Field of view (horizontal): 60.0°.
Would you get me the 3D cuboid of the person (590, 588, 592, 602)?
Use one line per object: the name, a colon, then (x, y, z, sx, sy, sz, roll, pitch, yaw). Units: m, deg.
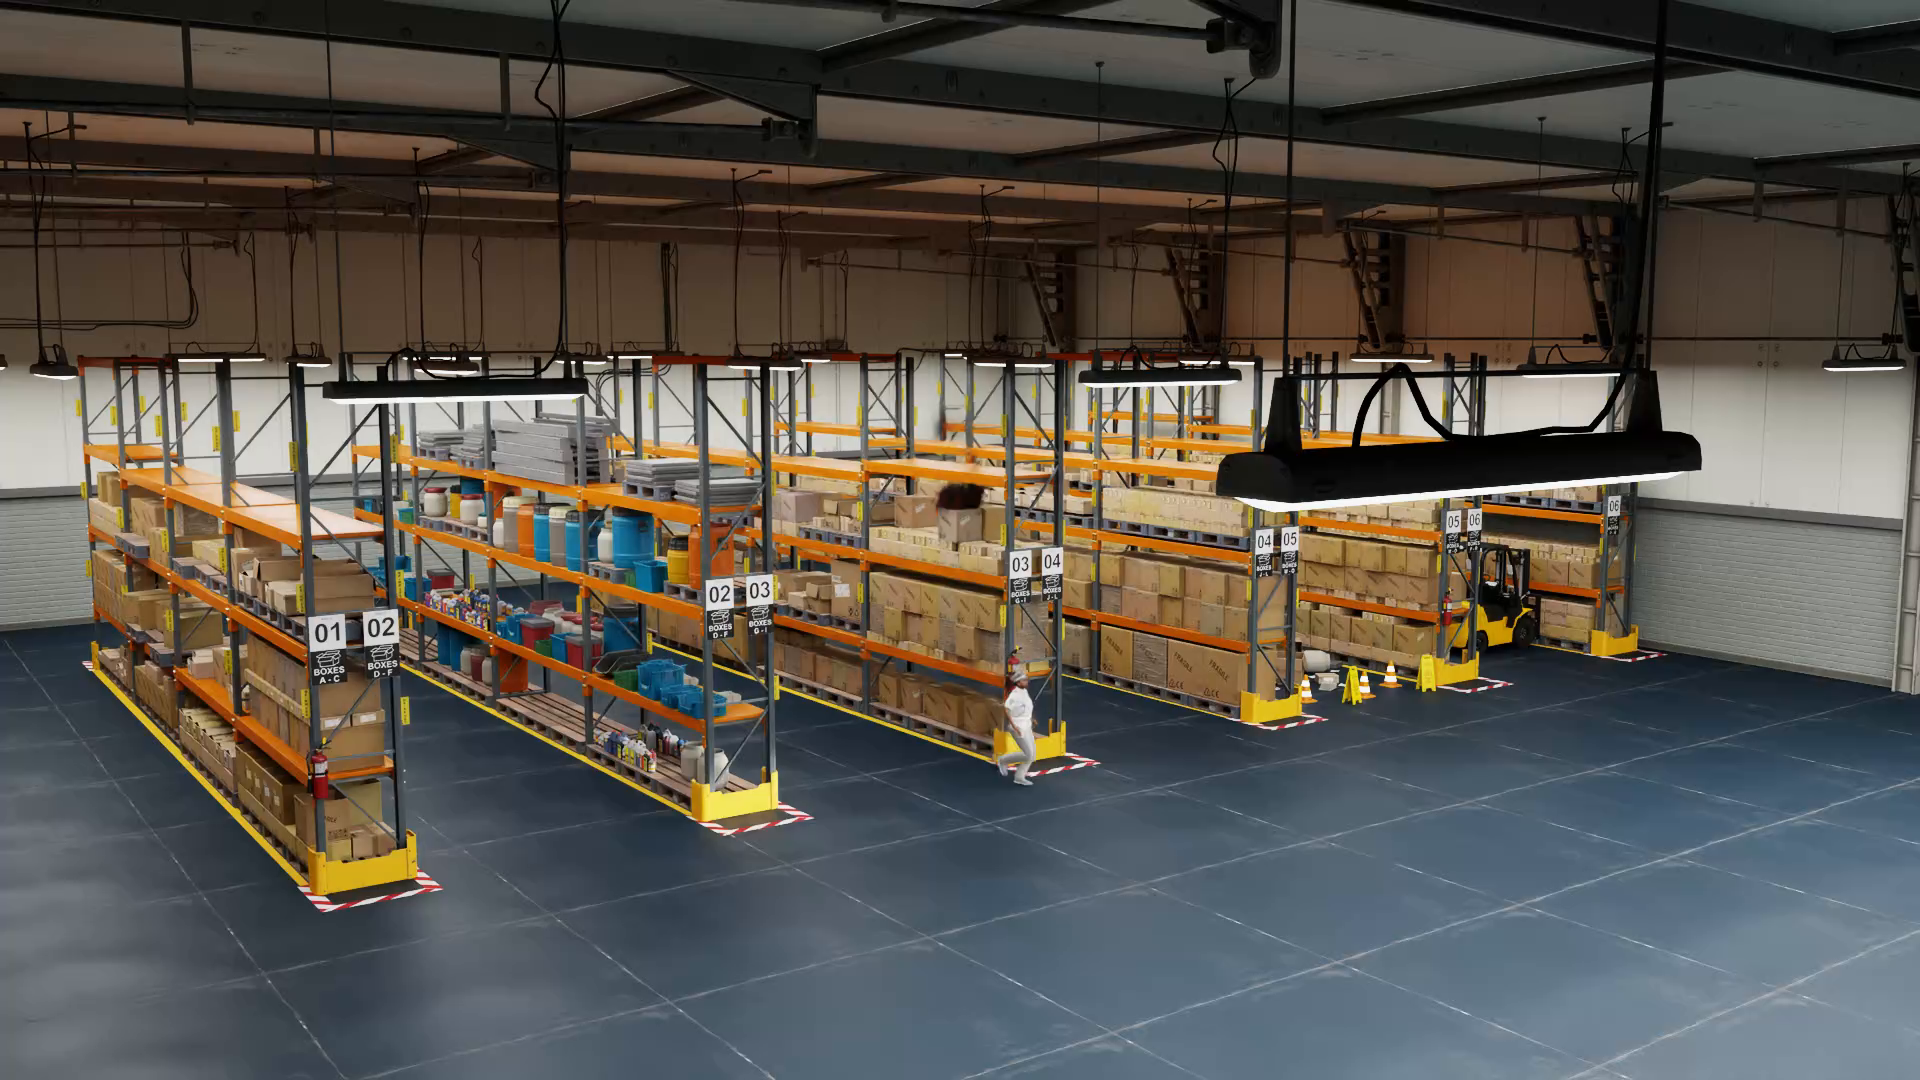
person: (-8.505, 0.709, 39.419, 0.945, 1.750, 0.667, 0, 7, 1)

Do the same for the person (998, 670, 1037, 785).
person: (0.834, 2.658, 23.691, 0.537, 1.643, 0.596, 2, 7, 17)
